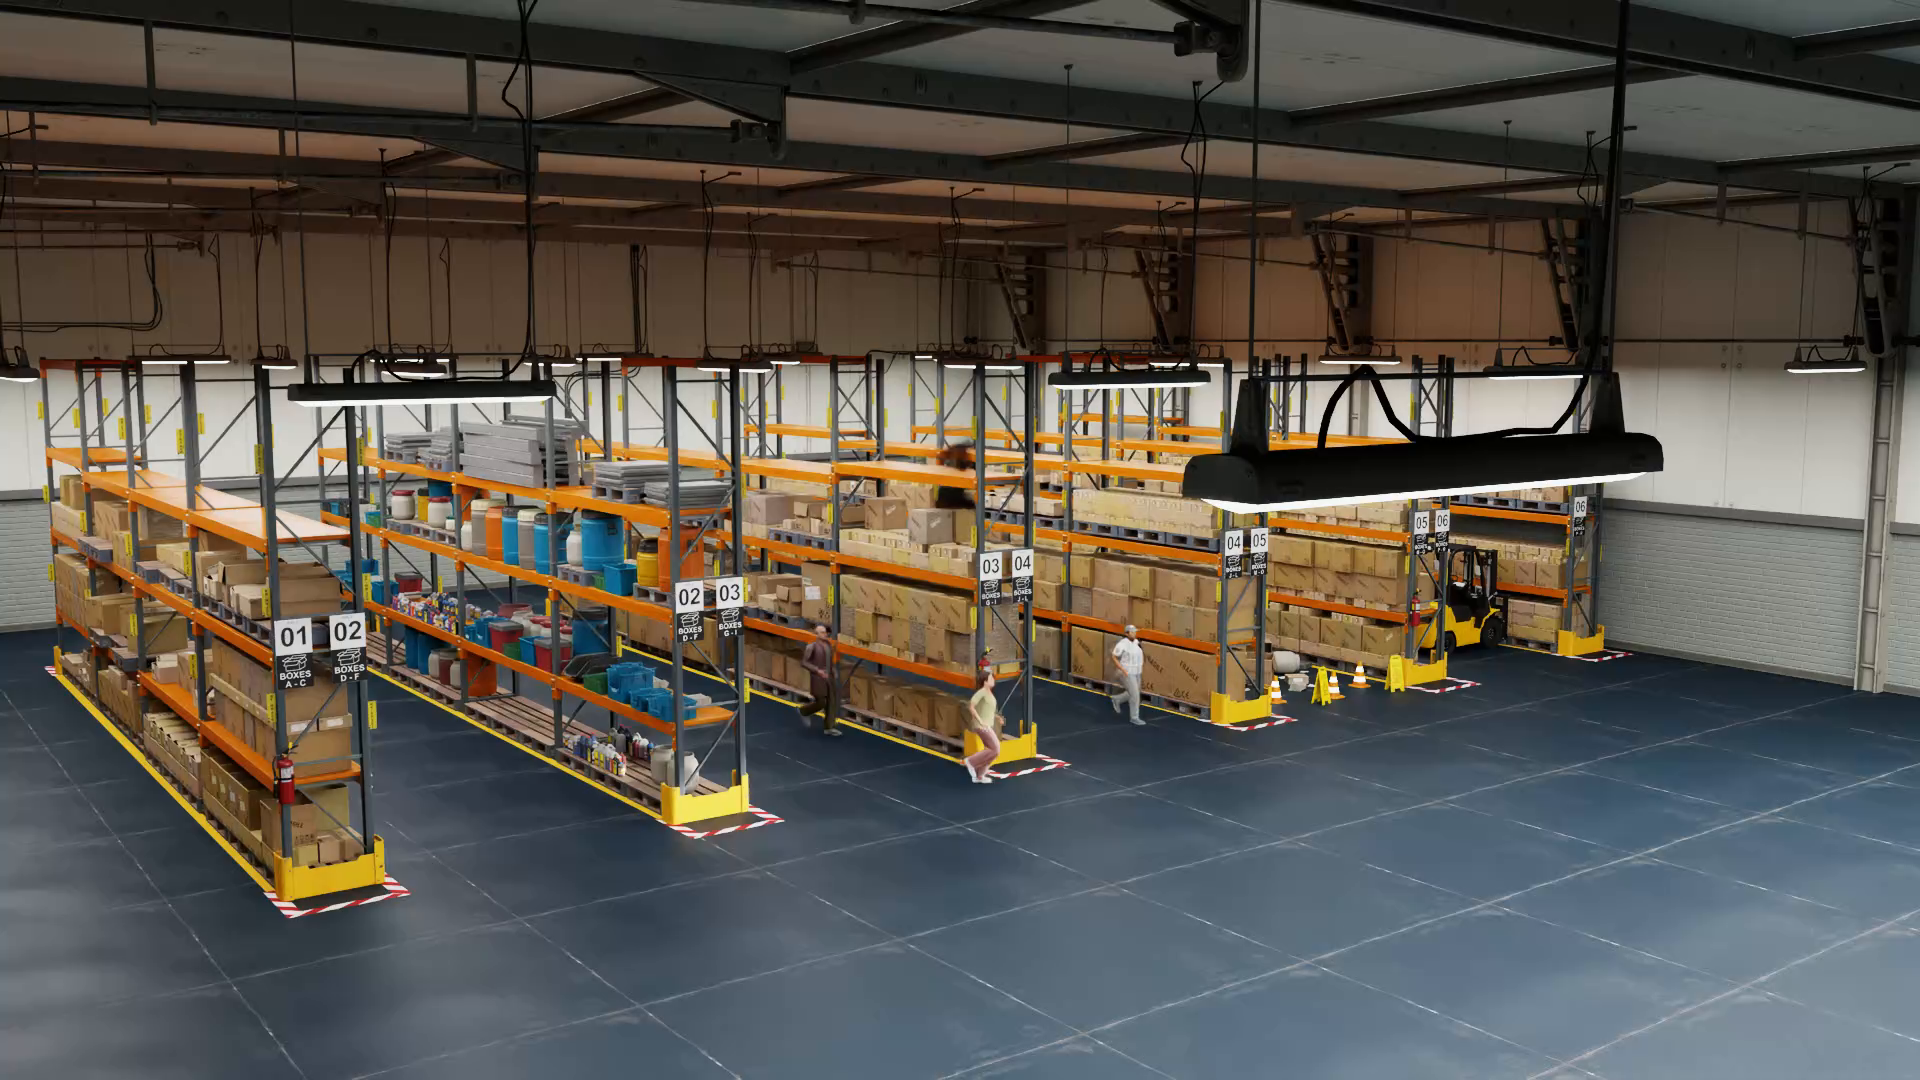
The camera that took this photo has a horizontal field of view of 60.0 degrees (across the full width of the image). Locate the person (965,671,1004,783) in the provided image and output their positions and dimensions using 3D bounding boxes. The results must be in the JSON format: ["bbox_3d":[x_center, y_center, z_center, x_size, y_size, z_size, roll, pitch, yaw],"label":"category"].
[{"bbox_3d":[0.360,2.678,23.886,0.532,1.610,0.584,2,7,17],"label":"person"}]

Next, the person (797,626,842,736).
[{"bbox_3d":[-2.237,2.243,26.733,0.920,1.751,0.720,6,9,41],"label":"person"}]

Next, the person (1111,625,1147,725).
[{"bbox_3d":[2.782,2.210,27.616,0.796,1.641,0.638,7,9,44],"label":"person"}]

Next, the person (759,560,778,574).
[{"bbox_3d":[-4.779,0.459,41.986,0.662,1.669,0.595,1,7,8],"label":"person"}]
